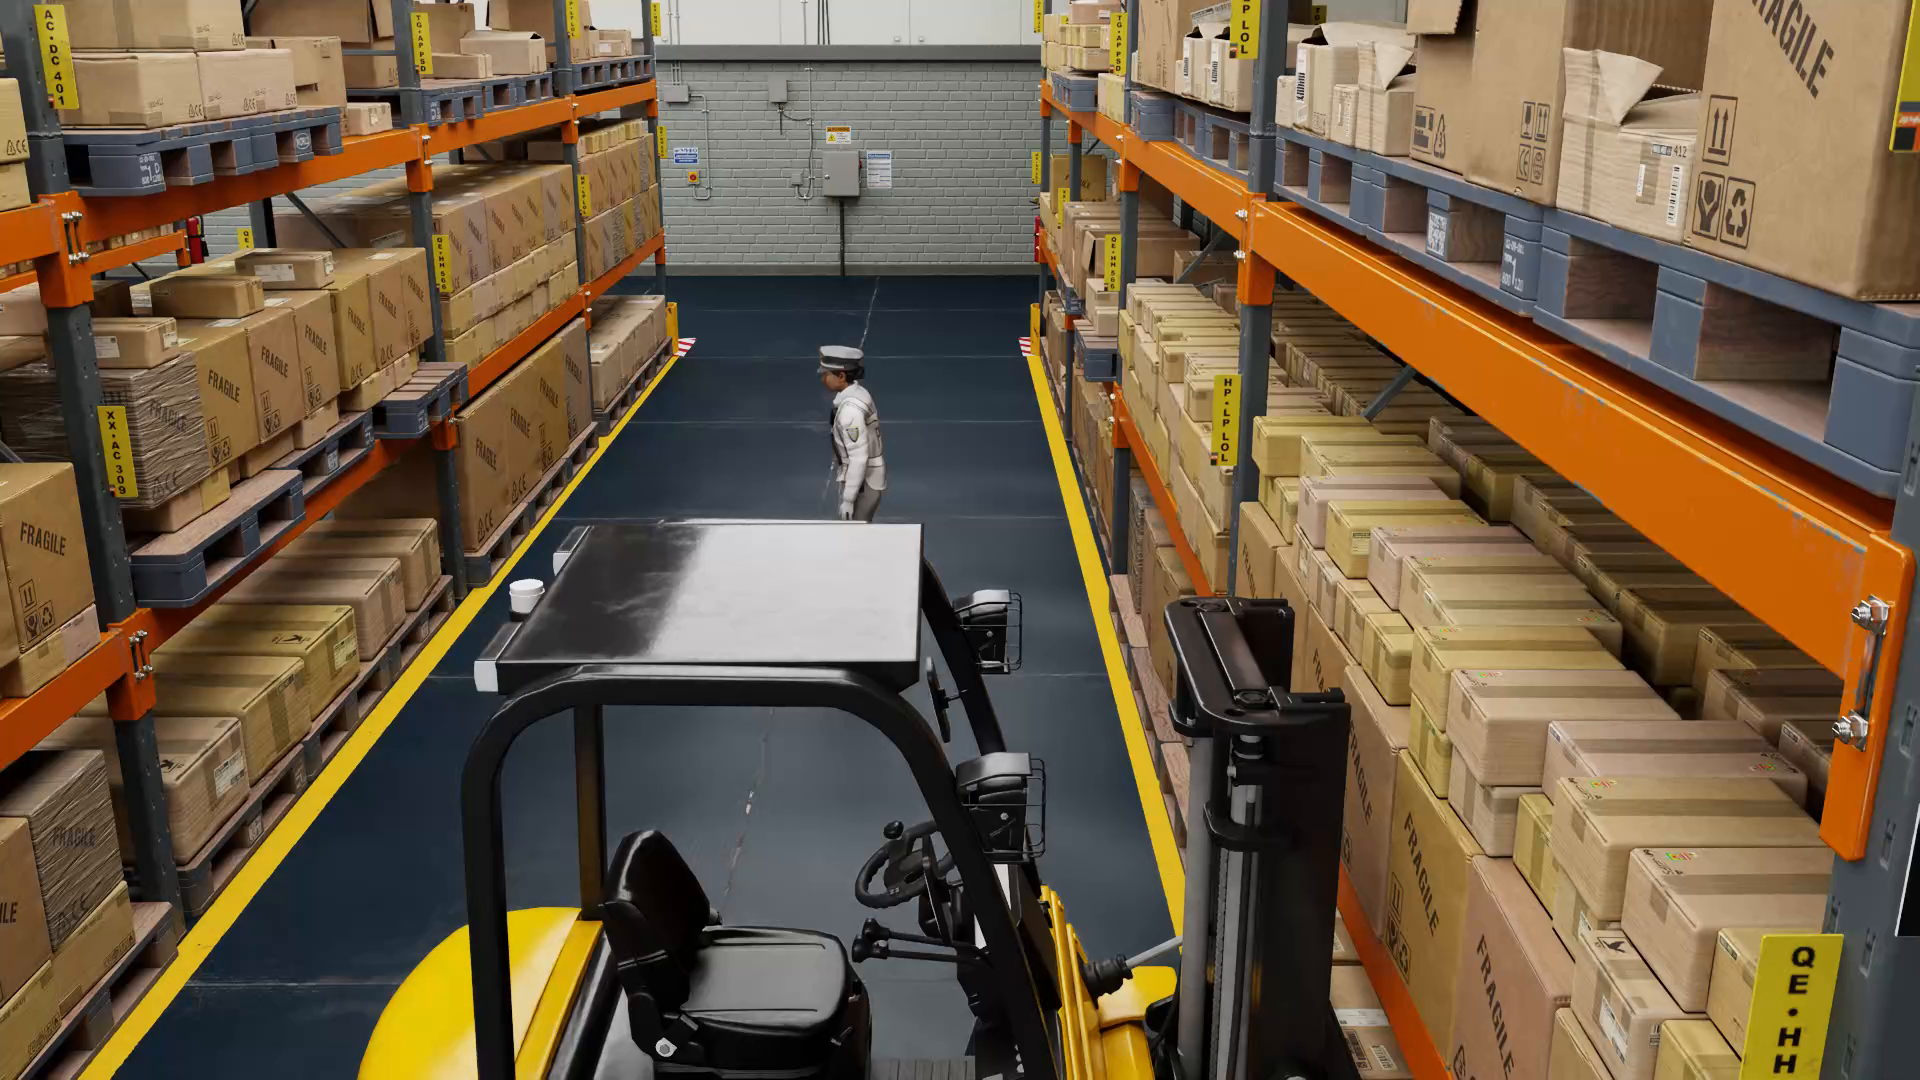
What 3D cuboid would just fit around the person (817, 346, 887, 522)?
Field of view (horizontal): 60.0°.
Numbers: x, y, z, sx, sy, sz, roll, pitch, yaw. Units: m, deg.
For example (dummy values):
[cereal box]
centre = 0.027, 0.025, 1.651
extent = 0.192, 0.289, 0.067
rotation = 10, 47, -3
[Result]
[person]
centre = -0.605, -0.275, 9.442
extent = 0.378, 1.655, 0.537
rotation = -1, 17, -2
